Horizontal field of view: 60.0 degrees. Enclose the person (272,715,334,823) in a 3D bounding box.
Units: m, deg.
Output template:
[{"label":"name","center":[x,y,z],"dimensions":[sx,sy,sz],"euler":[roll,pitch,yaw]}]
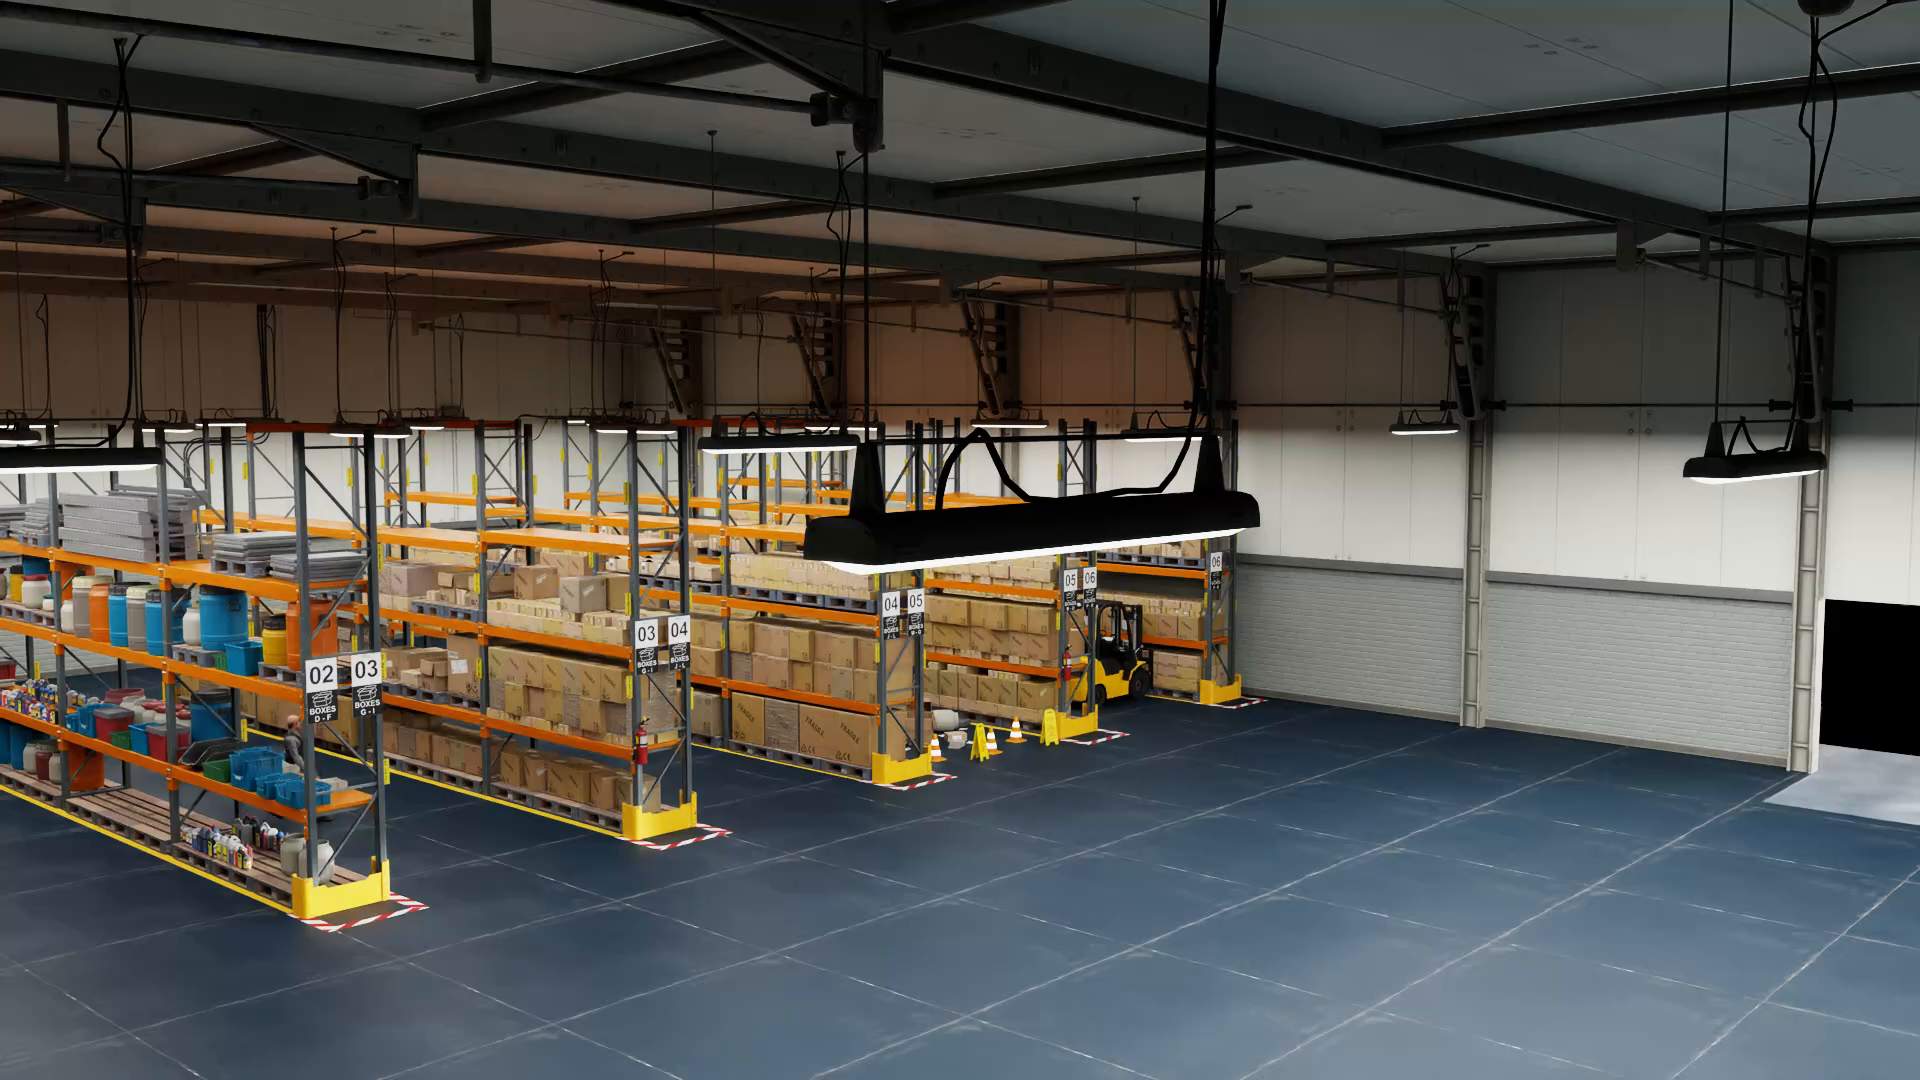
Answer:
[{"label":"person","center":[-9.953,3.455,25.021],"dimensions":[0.902,1.672,0.513],"euler":[2,5,24]}]
